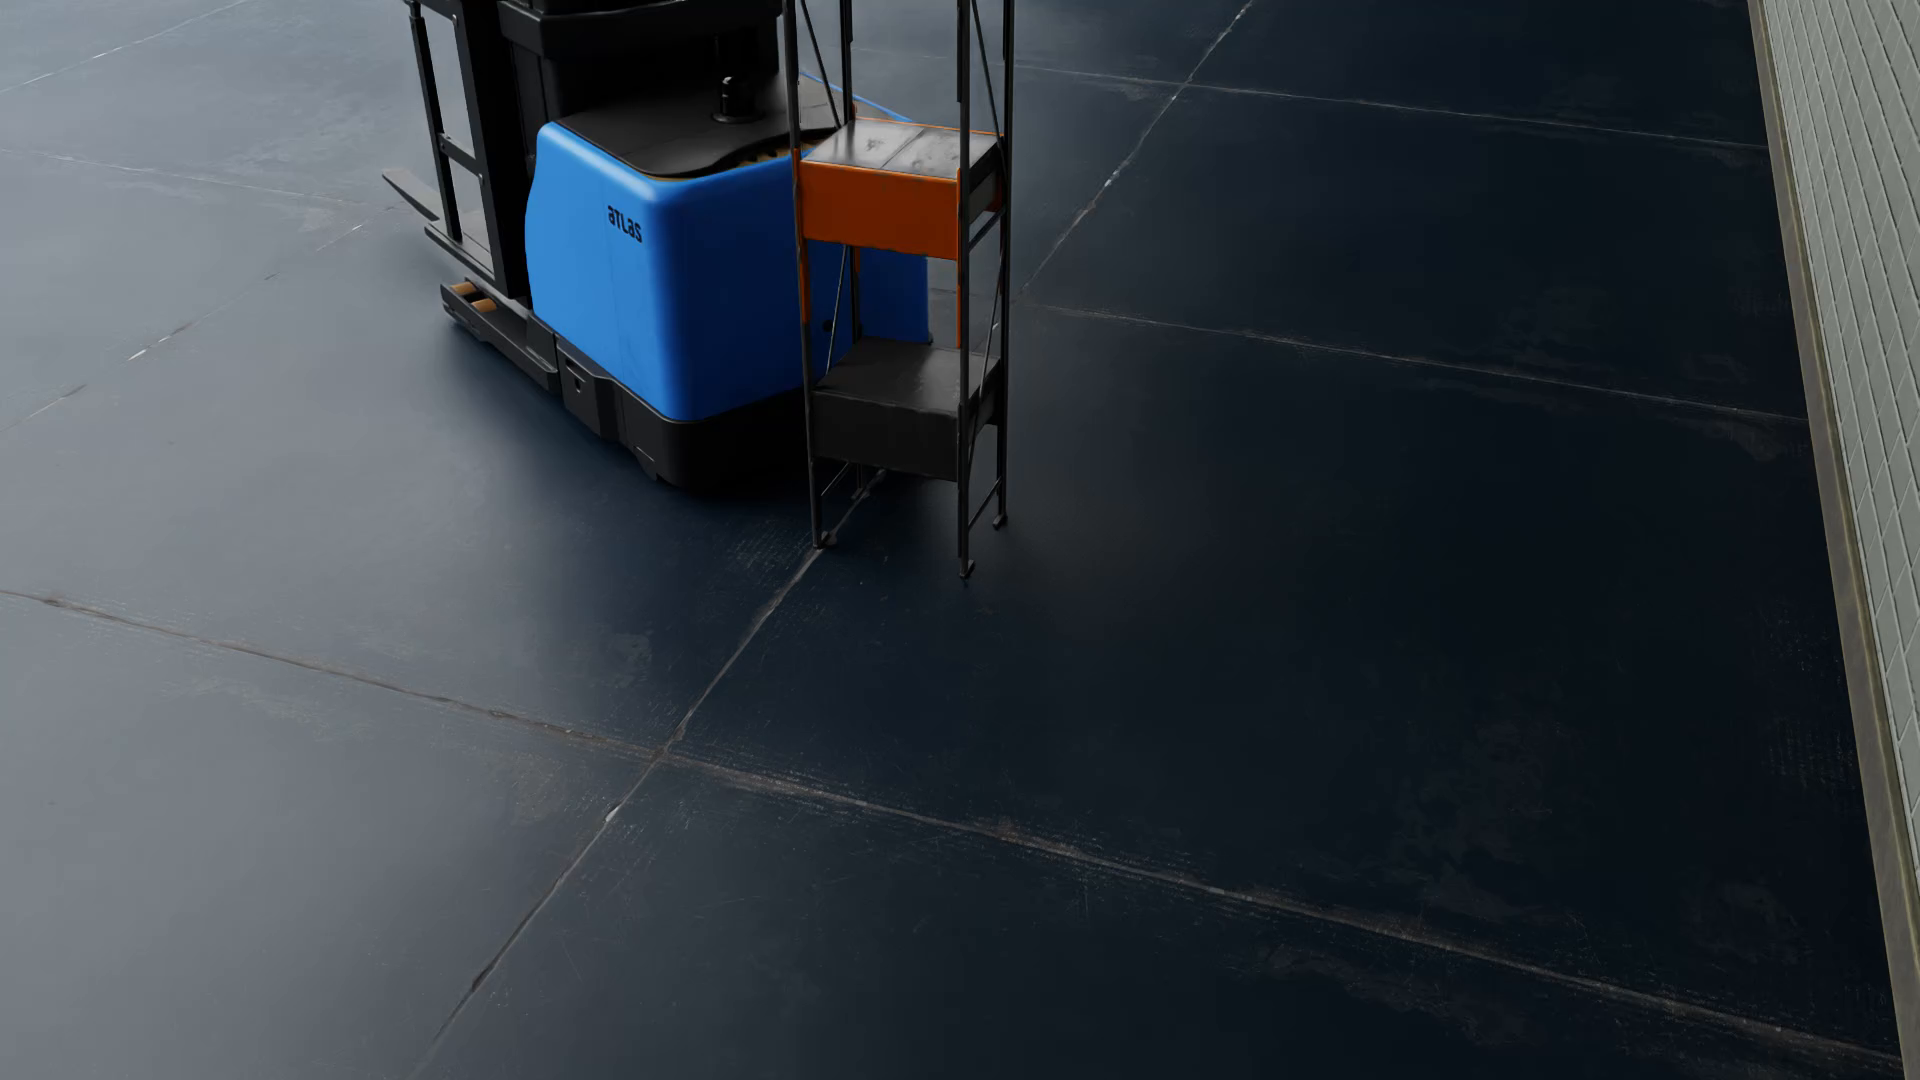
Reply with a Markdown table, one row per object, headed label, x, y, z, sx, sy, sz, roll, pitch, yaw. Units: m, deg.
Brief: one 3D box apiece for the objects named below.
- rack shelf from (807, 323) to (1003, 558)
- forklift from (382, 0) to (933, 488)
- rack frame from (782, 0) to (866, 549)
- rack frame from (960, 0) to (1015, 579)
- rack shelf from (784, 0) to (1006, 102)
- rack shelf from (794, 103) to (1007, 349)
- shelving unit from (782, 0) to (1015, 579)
| label | x | y | z | sx | sy | sz | roll | pitch | yaw |
| --- | --- | --- | --- | --- | --- | --- | --- | --- | --- |
| rack shelf | -0.156 | -0.313 | 5.114 | 0.480 | 0.518 | 0.431 | 11 | 34 | 16 |
| forklift | -1.385 | -2.140 | 5.862 | 1.130 | 2.935 | 3.031 | -22 | 39 | -31 |
| rack frame | -0.386 | -0.957 | 4.797 | 0.015 | 2.100 | 0.400 | 11 | 34 | 16 |
| rack frame | 0.074 | -0.868 | 4.658 | 0.015 | 2.100 | 0.400 | 11 | 34 | 16 |
| rack shelf | -0.156 | -1.489 | 4.355 | 0.480 | 0.518 | 0.431 | 11 | 34 | 16 |
| rack shelf | -0.156 | -0.901 | 4.735 | 0.480 | 0.518 | 0.431 | 11 | 34 | 16 |
| shelving unit | -0.156 | -0.912 | 4.727 | 0.503 | 2.100 | 0.431 | 11 | 34 | 16 |
